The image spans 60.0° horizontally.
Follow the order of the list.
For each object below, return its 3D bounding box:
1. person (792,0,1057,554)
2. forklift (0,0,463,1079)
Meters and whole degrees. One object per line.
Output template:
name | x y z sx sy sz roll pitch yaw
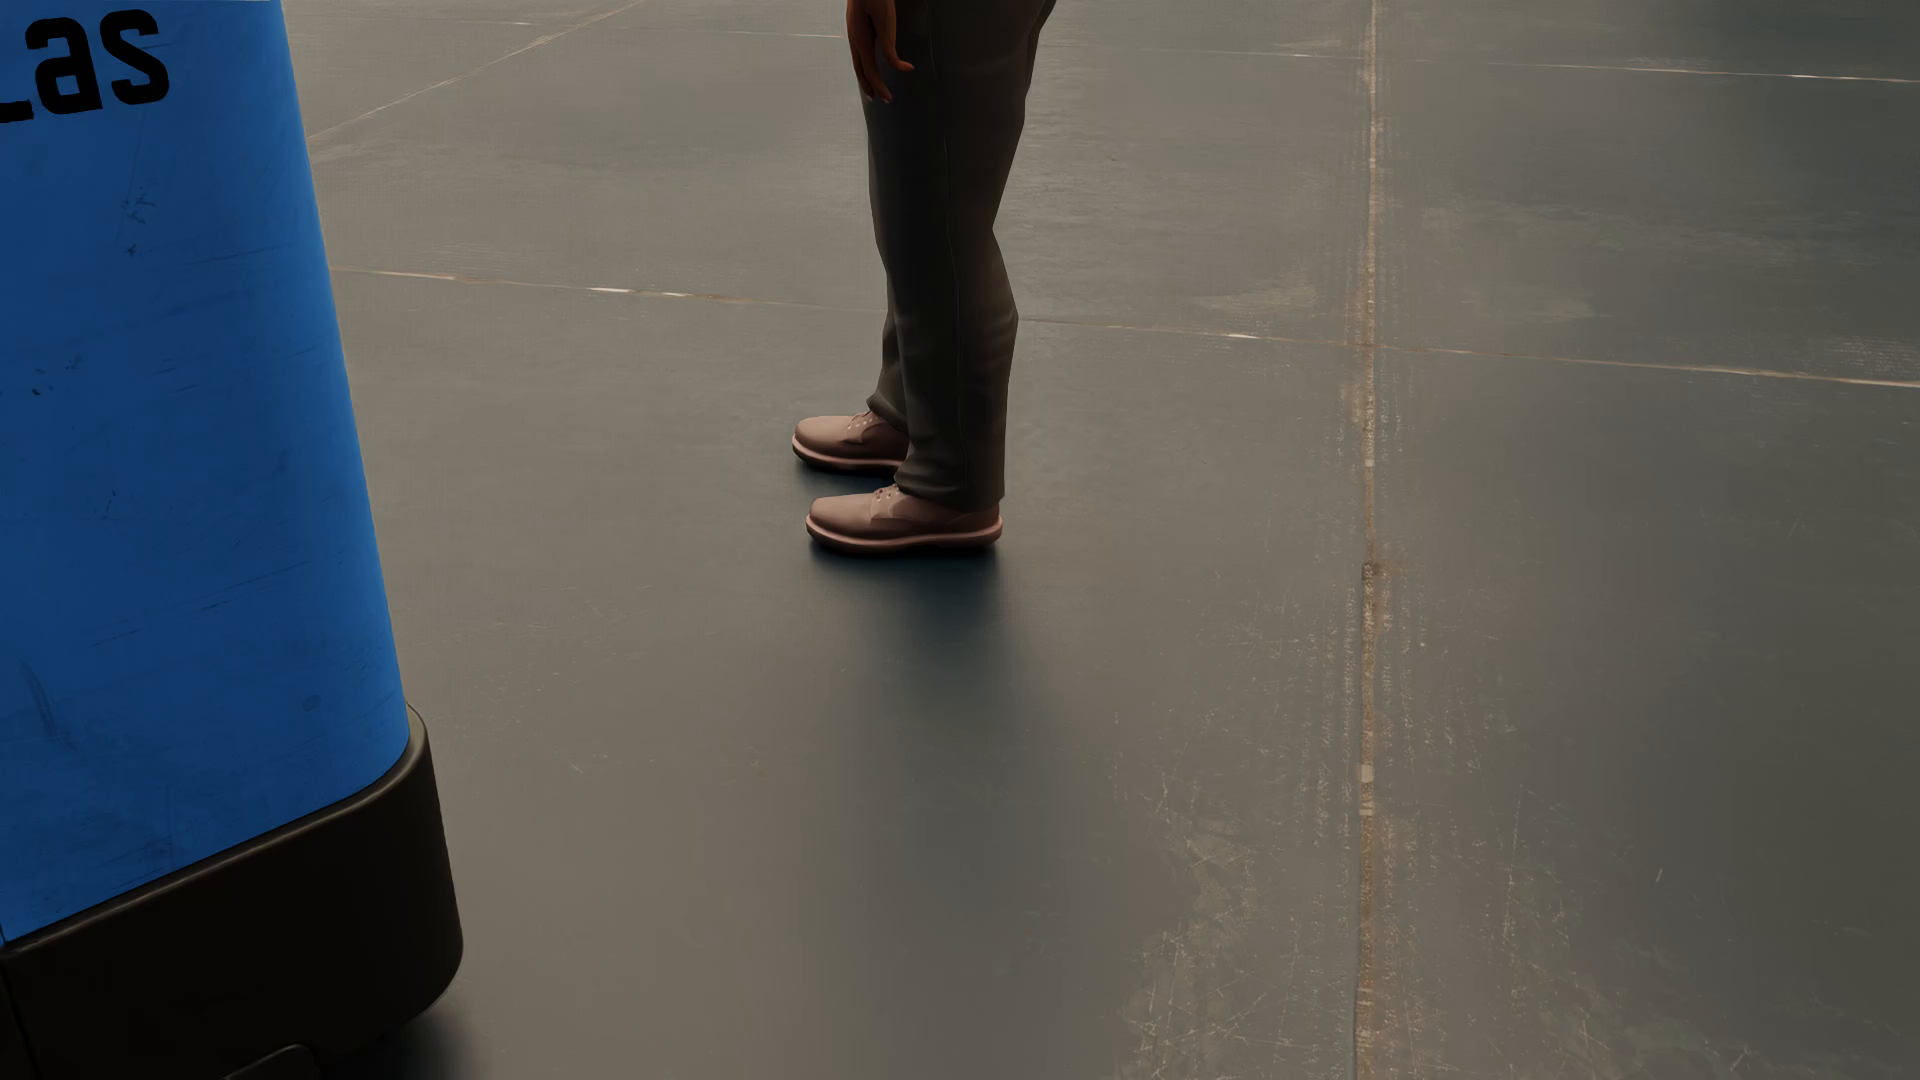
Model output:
person | -0.082 -0.762 2.158 0.502 1.657 0.570 6 27 11
forklift | -1.879 -0.543 0.322 3.031 2.935 1.130 -23 35 -38
